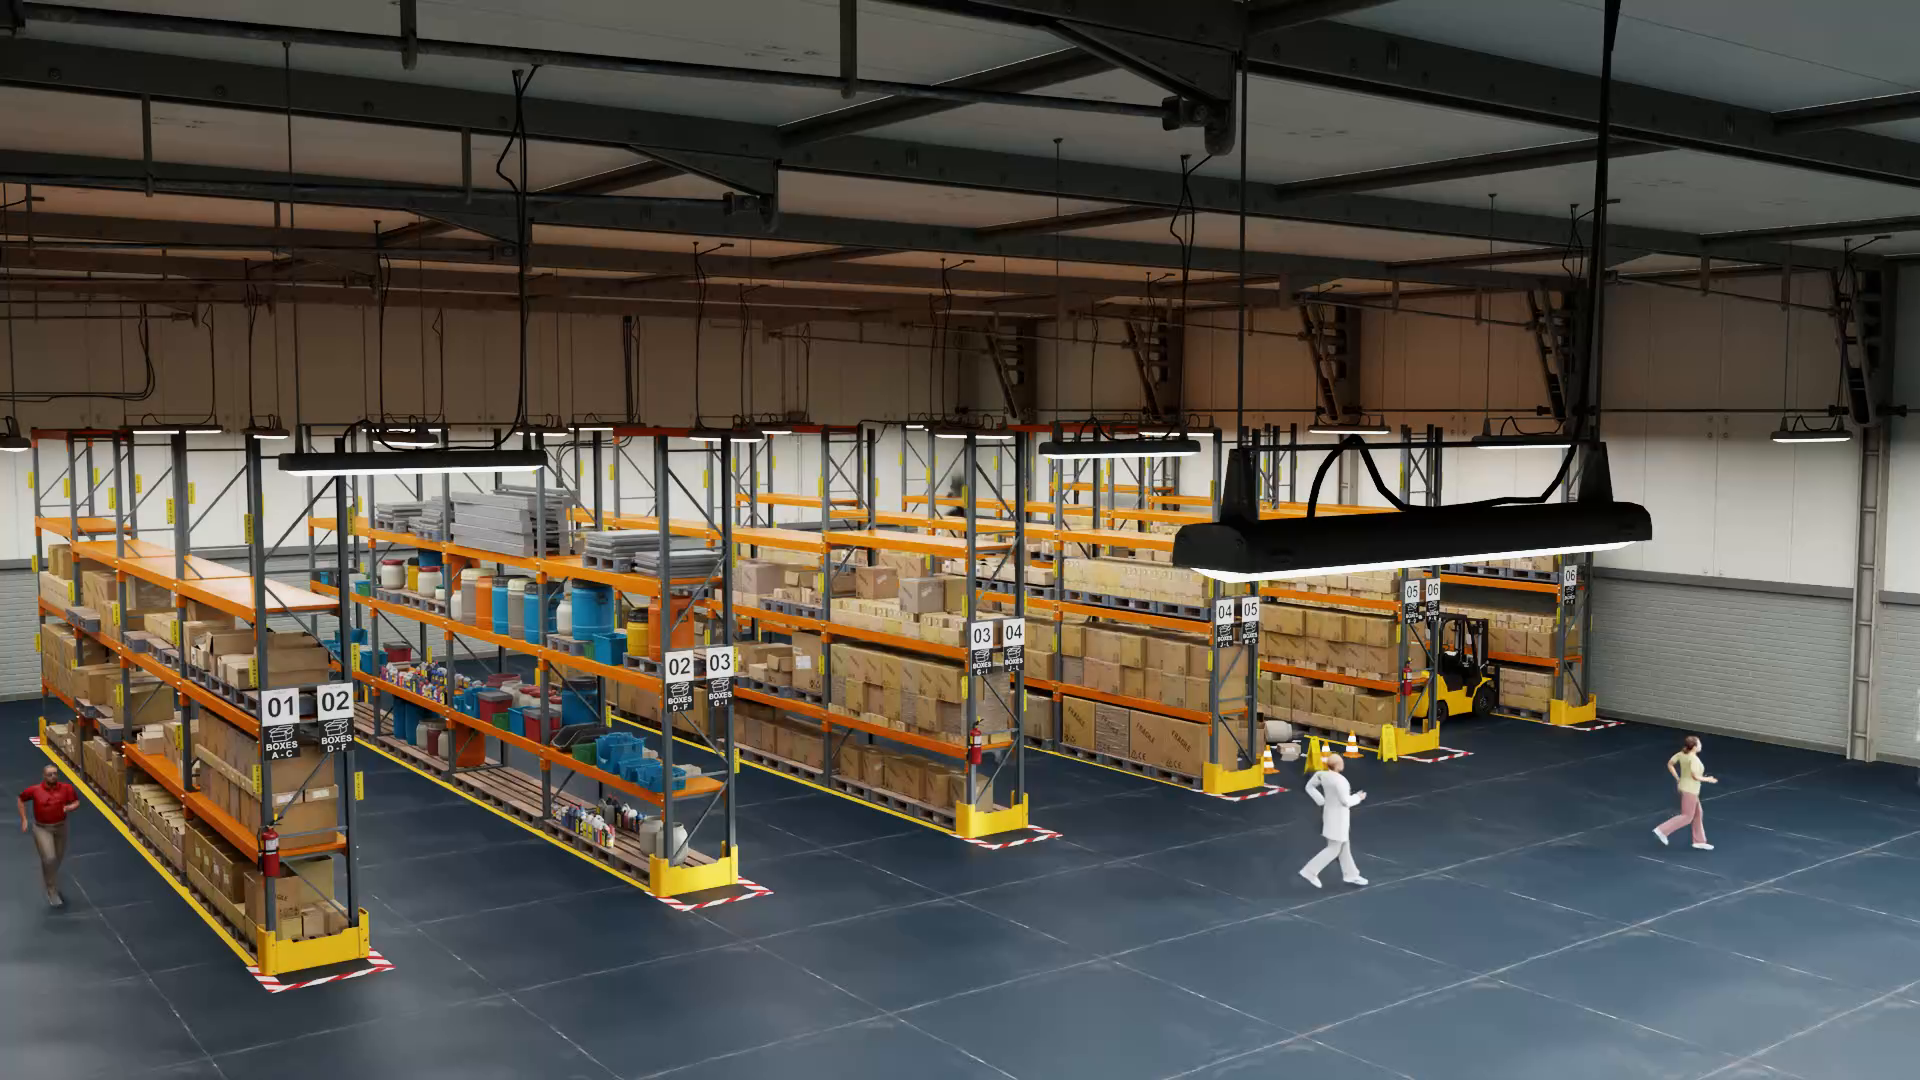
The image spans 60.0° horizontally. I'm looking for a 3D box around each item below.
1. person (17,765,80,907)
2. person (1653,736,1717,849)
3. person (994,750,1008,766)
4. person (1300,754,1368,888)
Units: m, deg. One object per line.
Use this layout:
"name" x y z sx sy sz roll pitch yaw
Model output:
"person" -11.730 3.780 21.474 0.875 1.789 0.634 4 6 42
"person" 10.387 3.627 23.844 0.926 1.656 0.562 0 4 -3
"person" 0.509 3.147 29.881 0.589 1.710 0.918 -4 6 -42
"person" 4.933 3.694 21.845 1.034 1.784 0.701 -1 5 -12
